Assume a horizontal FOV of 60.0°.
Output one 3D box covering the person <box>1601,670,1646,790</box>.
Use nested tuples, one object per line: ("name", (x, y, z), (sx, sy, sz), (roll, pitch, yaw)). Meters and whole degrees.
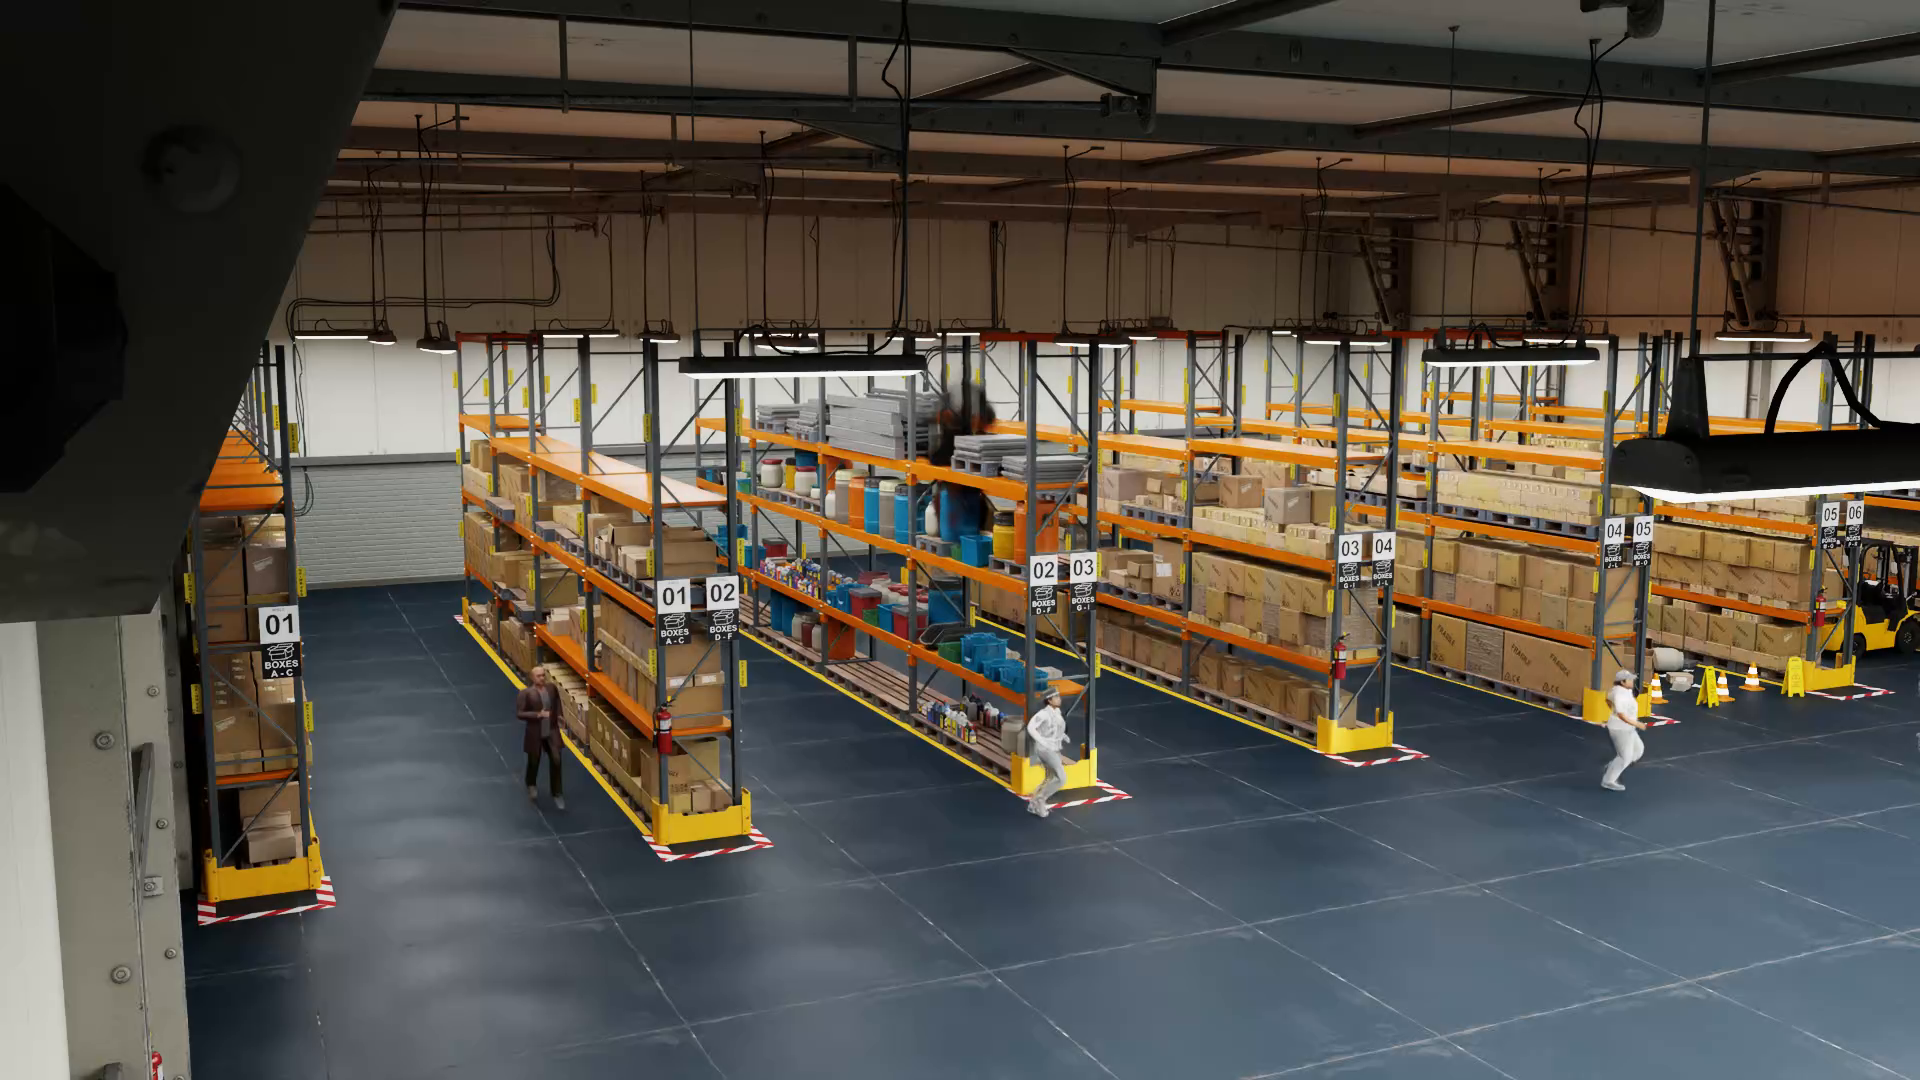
("person", (8.909, 2.540, 22.286), (0.527, 1.621, 0.617), (2, 8, 17))

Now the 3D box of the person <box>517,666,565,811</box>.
("person", (-5.430, 2.537, 21.570), (0.678, 1.829, 0.923), (-5, 9, -32))

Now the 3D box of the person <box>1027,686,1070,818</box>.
("person", (1.156, 2.671, 21.093), (0.544, 1.658, 0.643), (4, 9, 26))
